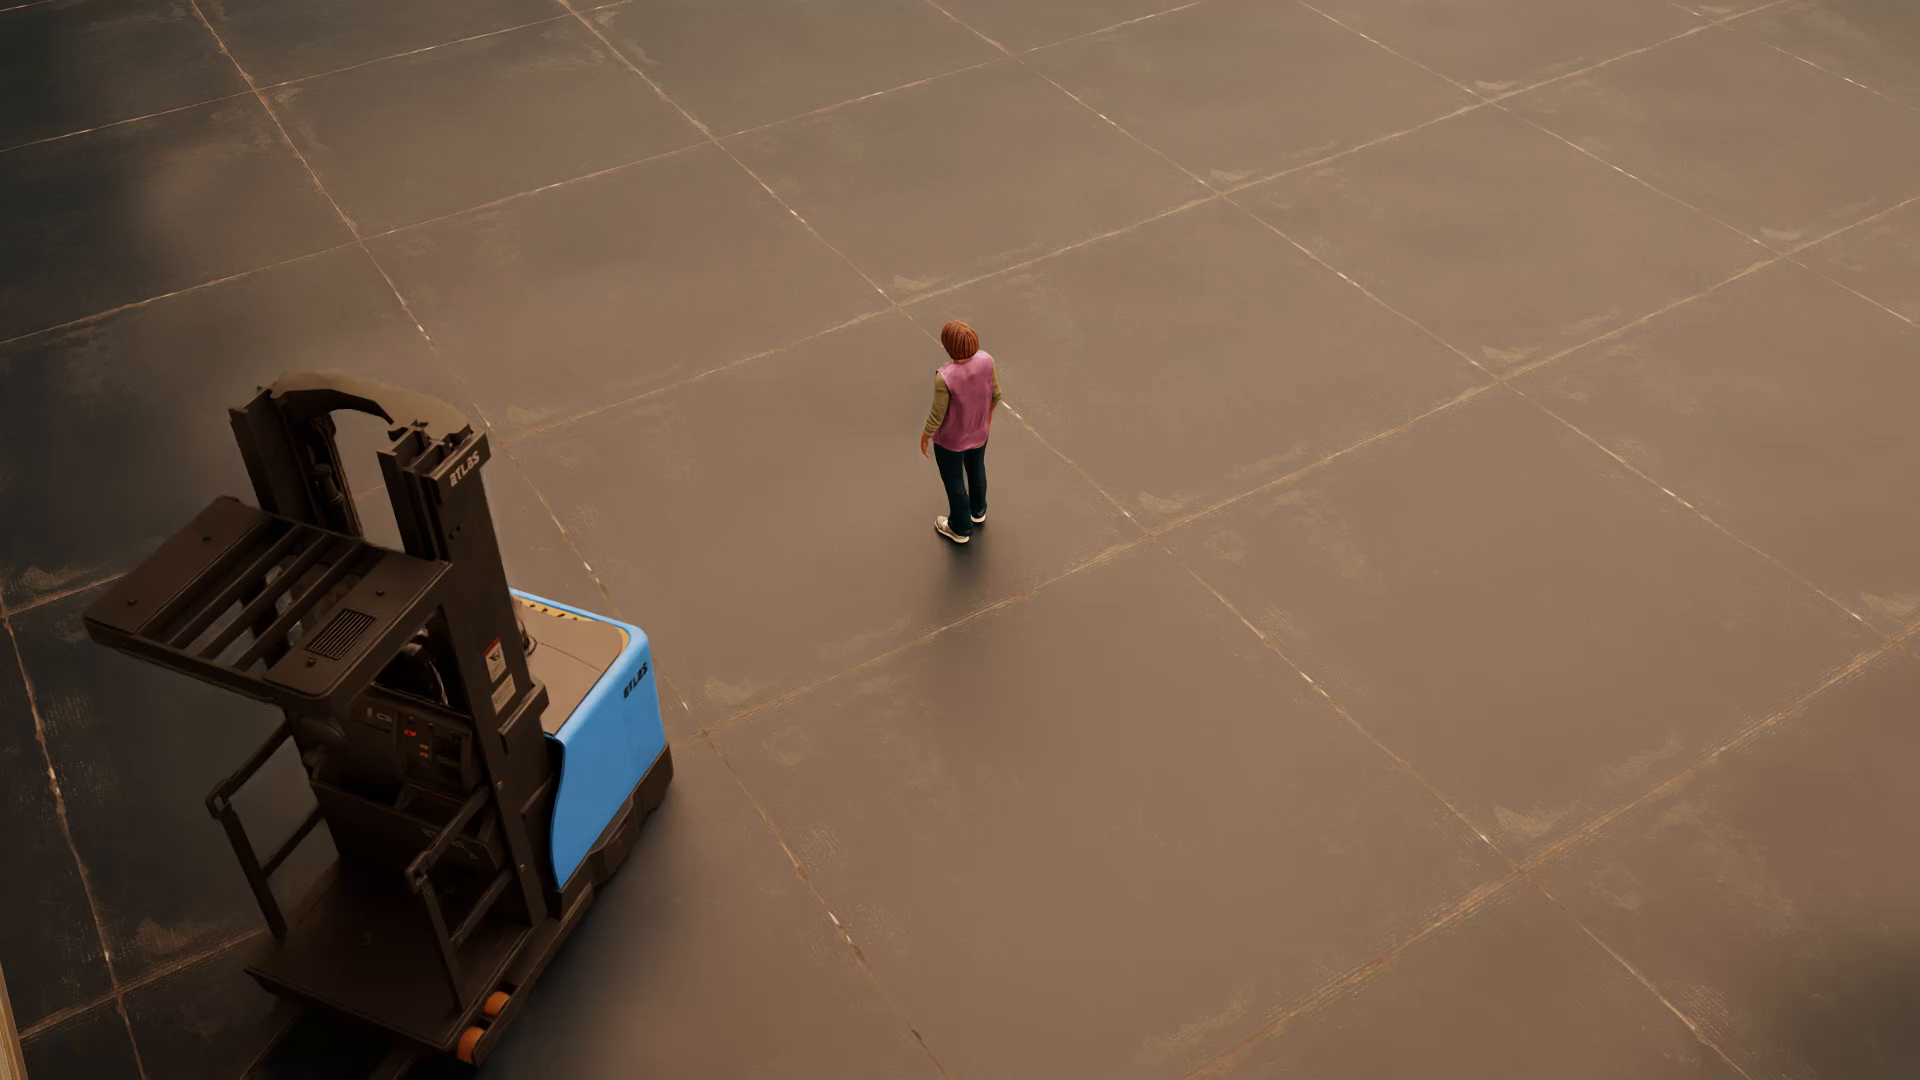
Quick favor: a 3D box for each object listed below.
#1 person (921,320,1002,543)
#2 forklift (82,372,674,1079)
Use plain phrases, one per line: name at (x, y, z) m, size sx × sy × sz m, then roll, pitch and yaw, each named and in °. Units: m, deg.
person at (-0.028, -0.653, 9.620) m, size 0.520 × 1.597 × 0.476 m, roll -23°, pitch 46°, yaw -24°
forklift at (-2.511, 0.910, 6.830) m, size 1.130 × 2.935 × 3.031 m, roll 15°, pitch 43°, yaw 17°
